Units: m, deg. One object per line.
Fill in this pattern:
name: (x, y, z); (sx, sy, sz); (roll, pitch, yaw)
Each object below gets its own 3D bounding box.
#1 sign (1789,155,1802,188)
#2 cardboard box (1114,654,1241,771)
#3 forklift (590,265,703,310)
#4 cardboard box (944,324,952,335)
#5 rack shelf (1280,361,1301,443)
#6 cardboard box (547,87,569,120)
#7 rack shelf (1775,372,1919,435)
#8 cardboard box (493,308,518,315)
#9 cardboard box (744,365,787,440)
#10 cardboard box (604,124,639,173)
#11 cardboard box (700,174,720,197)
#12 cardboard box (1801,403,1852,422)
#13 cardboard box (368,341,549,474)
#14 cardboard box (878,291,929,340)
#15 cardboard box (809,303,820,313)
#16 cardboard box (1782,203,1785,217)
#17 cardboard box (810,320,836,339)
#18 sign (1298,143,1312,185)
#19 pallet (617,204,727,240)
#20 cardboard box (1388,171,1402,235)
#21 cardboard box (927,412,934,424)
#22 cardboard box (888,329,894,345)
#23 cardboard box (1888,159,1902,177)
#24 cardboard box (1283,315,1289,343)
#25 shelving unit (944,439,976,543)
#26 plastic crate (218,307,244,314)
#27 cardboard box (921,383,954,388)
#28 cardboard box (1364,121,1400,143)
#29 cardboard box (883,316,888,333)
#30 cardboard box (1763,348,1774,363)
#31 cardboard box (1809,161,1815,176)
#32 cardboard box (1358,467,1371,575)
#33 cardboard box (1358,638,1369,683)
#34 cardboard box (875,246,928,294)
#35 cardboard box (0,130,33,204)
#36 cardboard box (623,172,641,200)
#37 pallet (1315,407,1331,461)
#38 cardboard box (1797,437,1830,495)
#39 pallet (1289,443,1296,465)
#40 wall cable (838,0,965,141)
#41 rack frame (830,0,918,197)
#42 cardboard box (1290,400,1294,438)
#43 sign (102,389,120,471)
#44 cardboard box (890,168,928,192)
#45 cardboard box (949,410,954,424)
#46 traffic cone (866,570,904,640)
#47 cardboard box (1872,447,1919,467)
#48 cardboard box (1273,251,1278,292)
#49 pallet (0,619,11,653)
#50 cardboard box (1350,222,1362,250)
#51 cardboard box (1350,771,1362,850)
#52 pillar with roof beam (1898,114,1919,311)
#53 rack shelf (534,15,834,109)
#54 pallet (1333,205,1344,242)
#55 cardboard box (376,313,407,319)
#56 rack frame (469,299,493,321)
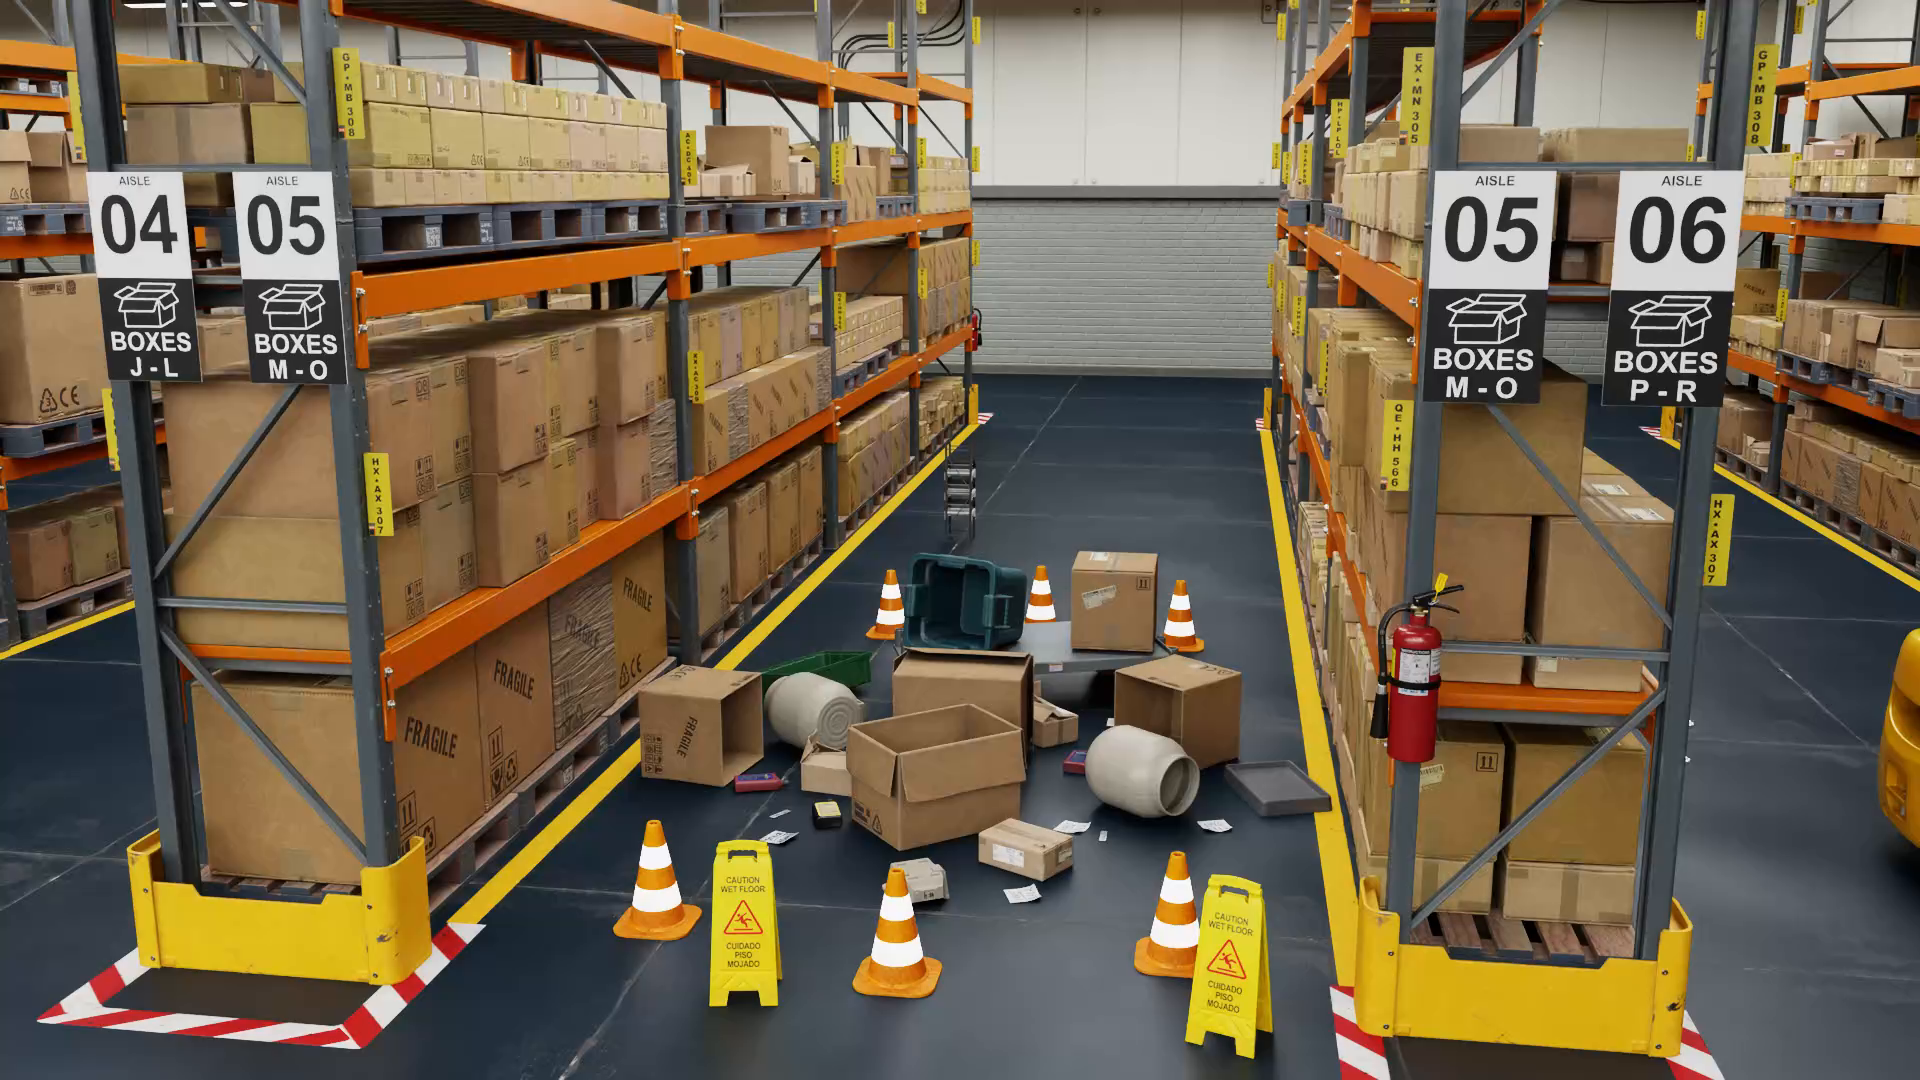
sign: (8.319, -3.667, 16.542); (0.100, 0.325, 0.005); (2, 12, 9)
cardboard box: (1.211, 0.973, 9.287); (0.500, 0.500, 0.500); (-10, 16, -40)
forklift: (-3.027, -1.666, 15.767); (1.130, 2.935, 3.031); (2, 12, 8)
cardboard box: (-0.296, -2.653, 20.782); (0.380, 0.149, 0.250); (1, 12, 6)
rack shelf: (3.643, -1.324, 15.725); (1.077, 0.370, 4.000); (2, 12, 9)
cardboard box: (-2.160, -2.151, 8.204); (0.380, 0.149, 0.250); (2, 12, 9)
rack shelf: (8.549, -1.164, 14.983); (1.077, 0.370, 4.000); (2, 12, 9)
cardboard box: (-5.510, -2.575, 19.470); (0.500, 0.250, 0.500); (2, 12, 8)
cardboard box: (-1.605, -1.031, 12.418); (0.500, 0.500, 0.500); (2, 12, 10)
cardboard box: (-2.086, -2.143, 9.112); (0.500, 0.250, 0.500); (2, 12, 8)
cardboard box: (-1.781, -2.372, 11.121); (0.250, 0.149, 0.380); (2, 12, 9)
cardboard box: (8.546, -1.256, 16.393); (0.380, 0.149, 0.250); (1, 12, 6)
cardboard box: (-2.492, -0.640, 7.926); (0.875, 0.550, 0.550); (2, 12, 9)
cardboard box: (-0.630, -2.521, 18.627); (0.500, 0.500, 0.500); (2, 12, 8)
cardboard box: (-1.629, -2.321, 16.831); (0.380, 0.149, 0.250); (2, 12, 8)
cardboard box: (8.620, -3.360, 16.941); (0.380, 0.149, 0.250); (2, 12, 8)
cardboard box: (-1.308, -1.863, 14.705); (0.380, 0.149, 0.250); (2, 12, 9)
sign: (2.789, -3.037, 13.430); (0.100, 0.325, 0.005); (2, 12, 9)
pallet: (-2.094, -2.131, 11.098); (0.805, 0.209, 1.217); (1, 12, 6)
cardboard box: (2.010, -1.352, 6.677); (0.500, 0.250, 0.500); (2, 12, 8)
cardboard box: (-0.522, -1.474, 19.776); (0.380, 0.149, 0.250); (2, 12, 11)
cardboard box: (-0.901, -2.119, 17.305); (0.380, 0.149, 0.250); (2, 12, 8)
cardboard box: (8.201, -3.184, 14.231); (0.380, 0.149, 0.250); (2, 12, 9)
cardboard box: (3.605, -2.181, 17.162); (0.500, 0.250, 0.500); (2, 12, 7)
shelving unit: (0.001, -0.442, 14.906); (0.258, 0.900, 0.210); (2, 12, 9)
plastic crate: (-10.066, -3.131, 22.886); (0.396, 0.136, 0.243); (2, 12, 9)
cardboard box: (-0.284, -1.888, 20.992); (0.380, 0.149, 0.250); (1, 12, 6)
cardboard box: (2.684, -2.394, 10.036); (0.500, 0.250, 0.500); (2, 12, 10)
cardboard box: (-0.940, -2.207, 17.006); (0.380, 0.149, 0.250); (1, 12, 7)
cardboard box: (8.674, -1.939, 17.466); (0.380, 0.149, 0.250); (2, 12, 10)
cardboard box: (8.406, -3.569, 15.972); (0.380, 0.149, 0.250); (2, 12, 10)
cardboard box: (2.079, -0.119, 7.480); (0.500, 0.500, 0.500); (2, 12, 8)
cardboard box: (2.003, 0.555, 7.508); (0.380, 0.149, 0.250); (2, 12, 10)
cardboard box: (-0.646, -3.001, 18.480); (0.500, 0.500, 0.500); (2, 12, 10)
cardboard box: (-6.901, -2.565, 11.412); (0.797, 0.503, 0.637); (1, 12, 6)
cardboard box: (-2.003, -1.971, 9.263); (0.380, 0.149, 0.250); (2, 12, 10)
pallet: (3.072, -0.752, 11.820); (1.003, 0.211, 1.213); (2, 12, 9)
cardboard box: (8.487, -0.711, 16.109); (0.500, 0.500, 0.500); (2, 12, 8)
pallet: (4.145, -0.885, 18.598); (1.003, 0.211, 1.213); (2, 12, 9)
wall cable: (-0.951, -8.817, 26.908); (2.277, 5.999, 0.120); (2, 12, 9)
rack frame: (-0.956, -5.164, 17.596); (1.000, 3.000, 0.127); (2, 12, 9)
cardboard box: (4.291, -1.359, 19.262); (0.875, 0.438, 0.875); (2, 12, 7)
sign: (-3.335, -0.436, 6.585); (0.100, 0.325, 0.005); (2, 12, 9)
cardboard box: (-0.645, -3.961, 18.304); (0.500, 0.250, 0.500); (2, 12, 11)
cardboard box: (-0.283, -1.544, 20.806); (0.380, 0.149, 0.250); (1, 12, 6)
traffic cone: (-0.488, 0.444, 11.836); (0.336, 0.463, 0.334); (2, 12, 9)
cardboard box: (8.285, -0.728, 14.646); (0.380, 0.149, 0.250); (2, 12, 8)
cardboard box: (4.211, -3.372, 20.908); (0.500, 0.500, 0.500); (2, 12, 7)
pallet: (-7.140, 0.756, 10.984); (1.003, 0.211, 1.213); (2, 12, 9)
cardboard box: (2.332, -1.661, 9.056); (0.380, 0.149, 0.250); (2, 12, 9)
cardboard box: (2.051, 1.260, 7.556); (0.500, 0.250, 0.500); (2, 12, 9)
pillar with roof beam: (5.600, -5.120, 17.391); (9.100, 9.000, 0.400); (2, 12, 9)
rack shelf: (-1.878, -3.368, 11.918); (1.077, 0.370, 4.000); (2, 12, 9)
pallet: (2.921, -1.926, 10.138); (1.213, 0.211, 1.003); (2, 12, 9)
cardboard box: (-6.128, -2.547, 17.073); (0.797, 0.503, 0.637); (2, 12, 10)
rack frame: (-5.841, -2.413, 19.071); (1.000, 3.000, 0.127); (2, 12, 9)
